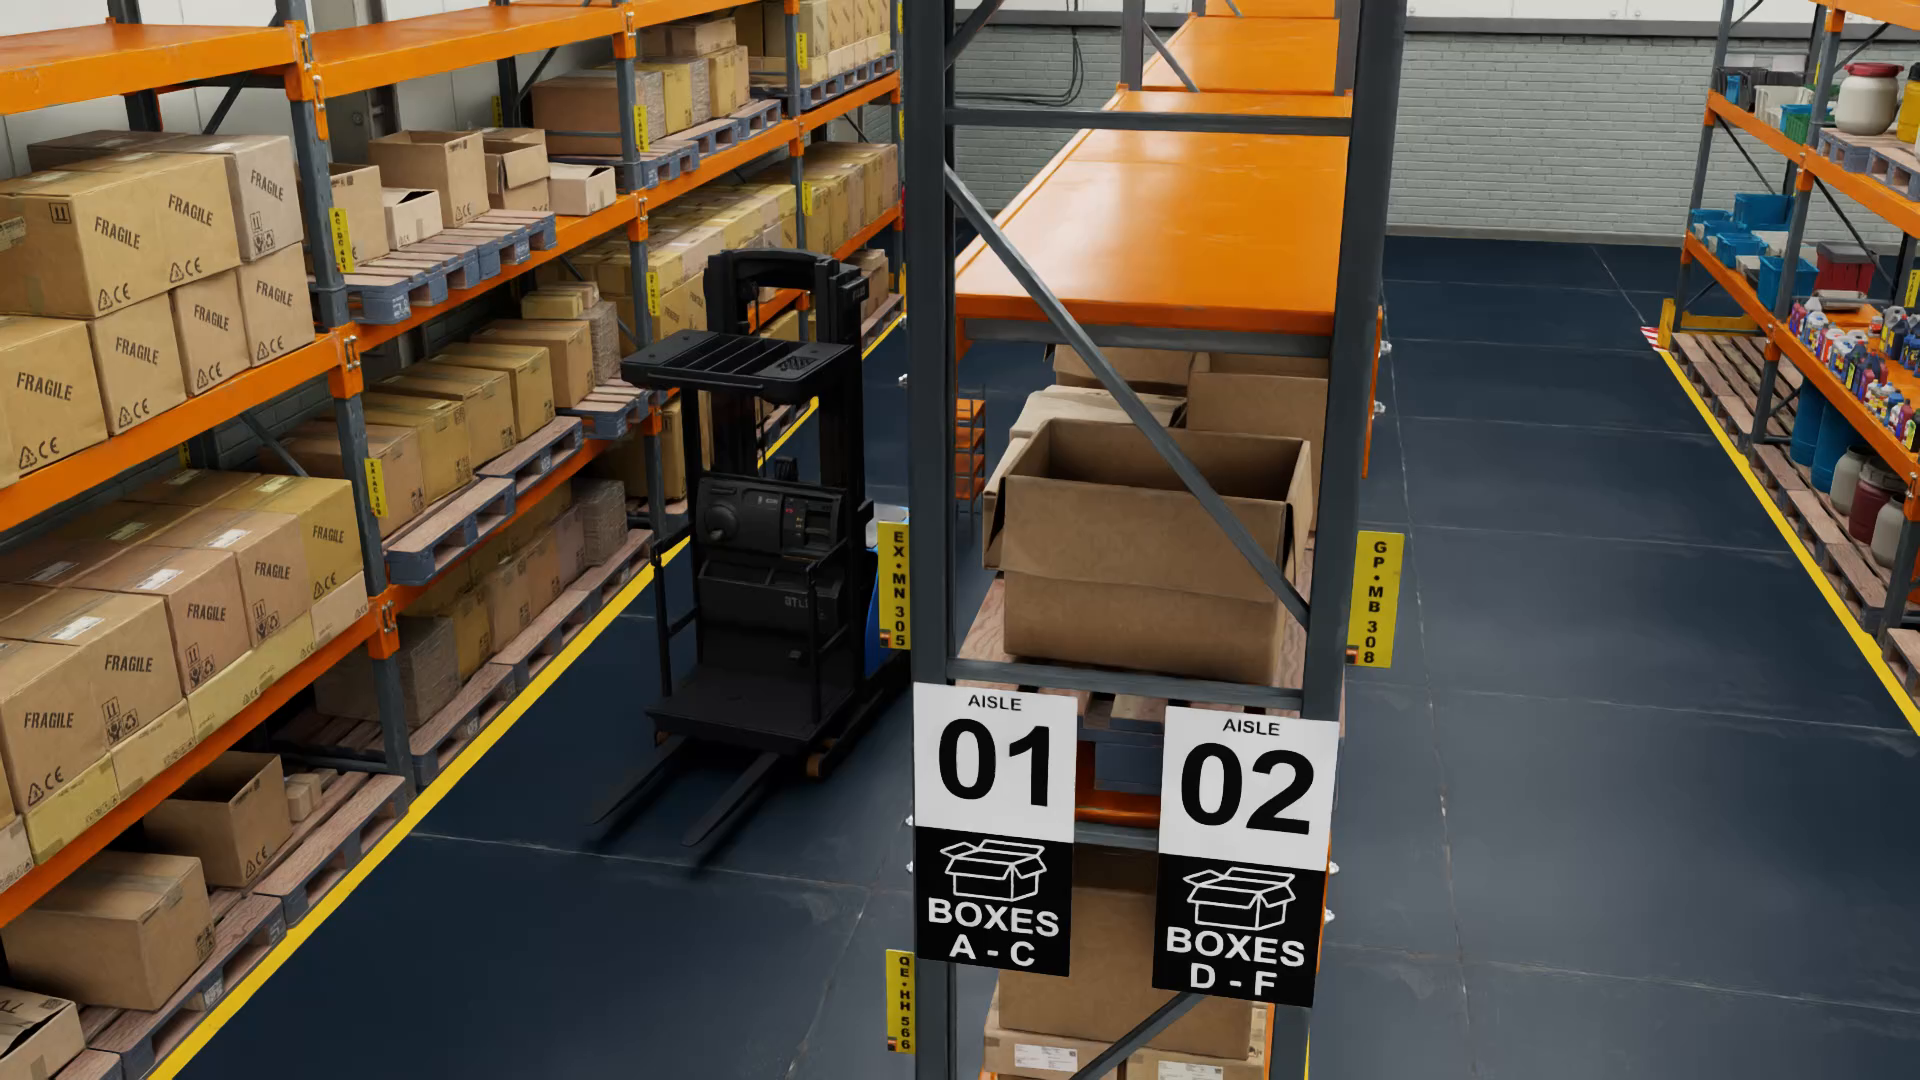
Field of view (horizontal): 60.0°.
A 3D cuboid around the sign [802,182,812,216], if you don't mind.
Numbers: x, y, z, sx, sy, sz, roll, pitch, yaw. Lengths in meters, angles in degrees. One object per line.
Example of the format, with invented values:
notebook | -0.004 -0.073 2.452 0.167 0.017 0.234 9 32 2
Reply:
sign | -1.485 -3.304 16.098 0.100 0.325 0.005 4 22 11

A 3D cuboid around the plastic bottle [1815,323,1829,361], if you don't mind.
plastic bottle | 7.007 -1.606 13.481 0.061 0.283 0.133 4 22 11

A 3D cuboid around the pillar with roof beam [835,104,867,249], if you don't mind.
pillar with roof beam | 2.717 -7.812 20.706 9.100 9.000 0.400 4 22 11

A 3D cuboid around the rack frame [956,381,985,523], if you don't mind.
rack frame | 0.084 -0.706 13.501 0.240 1.200 0.015 4 22 11

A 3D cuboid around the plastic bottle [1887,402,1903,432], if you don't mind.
plastic bottle | 6.638 -0.872 11.770 0.097 0.201 0.097 0 22 0

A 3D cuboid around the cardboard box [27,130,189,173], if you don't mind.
cardboard box | -4.030 -1.669 7.968 0.500 0.500 0.500 5 22 12

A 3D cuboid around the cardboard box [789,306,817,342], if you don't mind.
cardboard box | -1.765 -2.142 17.442 0.700 0.500 0.500 5 22 12

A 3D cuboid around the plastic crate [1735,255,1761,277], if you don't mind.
plastic crate | 7.742 -2.651 16.195 0.293 0.136 0.466 4 22 11

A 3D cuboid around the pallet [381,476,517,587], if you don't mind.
pallet | -3.352 -0.095 9.831 1.003 0.211 1.213 4 22 11

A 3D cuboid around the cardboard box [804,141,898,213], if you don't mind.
cardboard box | -1.296 -4.256 19.505 0.980 0.700 0.700 5 23 13

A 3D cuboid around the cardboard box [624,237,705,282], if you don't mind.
cardboard box | -2.380 -2.263 13.395 0.500 0.250 0.500 4 22 10

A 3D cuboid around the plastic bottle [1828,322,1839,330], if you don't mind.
plastic bottle | 7.264 -1.717 13.868 0.097 0.201 0.097 0 22 0

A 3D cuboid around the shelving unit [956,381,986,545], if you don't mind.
shelving unit | 0.034 -0.617 13.280 0.258 1.200 0.503 4 22 11

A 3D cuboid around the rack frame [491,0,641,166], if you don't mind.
rack frame | -2.834 -4.161 11.640 1.000 3.000 0.127 4 22 11

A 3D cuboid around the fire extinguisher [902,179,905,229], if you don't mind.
fire extinguisher | -0.719 -4.115 20.160 0.296 0.674 0.183 4 22 11

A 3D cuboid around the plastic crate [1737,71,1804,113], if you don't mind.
plastic crate | 7.916 -4.374 16.267 0.504 0.338 0.767 4 22 11

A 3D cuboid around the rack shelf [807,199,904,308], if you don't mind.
rack shelf | -1.610 -3.239 18.344 1.077 0.370 4.000 4 22 11

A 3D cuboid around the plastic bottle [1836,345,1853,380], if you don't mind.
plastic bottle | 6.906 -1.387 12.954 0.097 0.271 0.097 0 22 0

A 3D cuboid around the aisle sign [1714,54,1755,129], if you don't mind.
aisle sign | 8.221 -4.804 17.787 0.394 0.787 0.004 4 22 11

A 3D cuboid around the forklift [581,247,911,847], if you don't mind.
forklift | -1.214 -0.114 9.714 1.130 2.935 3.031 8 23 19

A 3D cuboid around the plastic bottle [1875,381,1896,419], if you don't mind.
plastic bottle | 6.697 -1.012 12.023 0.097 0.271 0.097 0 22 0

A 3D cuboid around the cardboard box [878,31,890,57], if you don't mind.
cardboard box | -1.092 -5.579 18.681 0.500 0.250 0.500 5 23 13

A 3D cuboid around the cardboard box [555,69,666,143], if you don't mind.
cardboard box | -2.735 -3.400 13.042 0.700 0.500 0.500 3 22 8

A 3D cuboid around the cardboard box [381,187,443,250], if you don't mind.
cardboard box | -3.335 -1.880 9.547 0.500 0.311 0.500 5 23 13

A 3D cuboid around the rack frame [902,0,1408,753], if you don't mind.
rack frame | 0.383 -0.859 3.442 1.000 3.000 0.127 4 22 11

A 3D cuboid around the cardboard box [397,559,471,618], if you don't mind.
cardboard box | -3.430 0.260 10.446 0.500 0.250 0.500 4 22 10

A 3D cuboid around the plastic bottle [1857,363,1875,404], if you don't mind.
plastic bottle | 6.762 -1.168 12.394 0.061 0.283 0.133 4 22 11

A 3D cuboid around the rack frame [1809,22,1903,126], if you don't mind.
rack frame | 7.680 -4.869 13.398 1.000 3.000 0.127 4 22 11

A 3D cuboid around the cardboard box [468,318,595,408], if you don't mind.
cardboard box | -3.008 -1.250 11.719 0.700 0.500 0.500 2 22 6

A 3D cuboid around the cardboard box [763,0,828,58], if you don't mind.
cardboard box | -1.598 -4.992 16.218 0.500 0.500 0.500 4 22 10

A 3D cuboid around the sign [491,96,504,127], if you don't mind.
sign | -3.376 -3.092 12.202 0.100 0.325 0.005 4 22 11

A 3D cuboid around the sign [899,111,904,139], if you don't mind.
sign | -0.674 -4.905 19.650 0.100 0.325 0.005 4 22 11

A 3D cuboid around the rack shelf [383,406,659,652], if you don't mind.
rack shelf | -3.242 -0.313 11.079 1.077 0.370 4.000 4 22 11

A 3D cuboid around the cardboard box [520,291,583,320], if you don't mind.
cardboard box | -2.927 -1.683 11.925 0.380 0.149 0.250 1 22 2

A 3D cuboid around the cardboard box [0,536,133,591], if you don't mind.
cardboard box | -4.167 0.324 7.705 0.500 0.500 0.500 5 22 12

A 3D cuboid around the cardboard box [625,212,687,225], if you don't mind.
cardboard box | -2.675 -2.668 14.401 0.500 0.250 0.500 4 22 10

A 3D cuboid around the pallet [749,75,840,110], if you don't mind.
pallet | -1.841 -4.490 16.591 1.003 0.211 1.213 4 22 11

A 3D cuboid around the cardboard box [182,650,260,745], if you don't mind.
cardboard box | -3.648 0.708 7.755 0.500 0.250 0.500 4 22 11

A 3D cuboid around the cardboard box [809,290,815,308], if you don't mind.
cardboard box | -1.517 -2.555 17.597 0.380 0.149 0.250 5 23 13

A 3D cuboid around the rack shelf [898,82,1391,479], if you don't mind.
rack shelf | 0.792 -1.071 5.467 1.077 0.370 4.000 4 22 11

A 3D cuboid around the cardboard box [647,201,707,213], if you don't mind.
cardboard box | -2.565 -2.859 14.874 0.500 0.250 0.500 4 22 9

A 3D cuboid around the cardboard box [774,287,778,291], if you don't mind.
cardboard box | -1.935 -2.404 15.616 0.380 0.149 0.250 5 23 13

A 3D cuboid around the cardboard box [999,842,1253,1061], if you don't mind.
cardboard box | 0.502 1.086 4.771 0.700 0.500 0.500 5 22 11

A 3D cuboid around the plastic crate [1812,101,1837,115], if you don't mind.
plastic crate | 8.318 -4.044 15.716 0.437 0.136 0.530 4 22 11

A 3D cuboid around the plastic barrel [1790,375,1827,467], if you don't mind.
plastic barrel | 7.553 -1.110 14.341 0.600 0.901 0.708 4 22 11

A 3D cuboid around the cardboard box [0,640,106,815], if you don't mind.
cardboard box | -3.853 0.740 6.672 0.500 0.500 0.500 4 22 9

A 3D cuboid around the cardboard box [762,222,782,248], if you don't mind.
cardboard box | -1.960 -2.660 15.383 0.500 0.500 0.500 5 22 11

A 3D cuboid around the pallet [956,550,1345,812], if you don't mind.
pallet | 0.553 0.317 4.656 1.003 0.211 1.213 4 22 11

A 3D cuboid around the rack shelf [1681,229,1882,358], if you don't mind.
rack shelf | 8.089 -2.484 16.469 1.077 0.370 4.000 4 22 11

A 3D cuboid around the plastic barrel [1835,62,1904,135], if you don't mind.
plastic barrel | 7.328 -3.562 13.424 0.433 0.535 0.433 0 22 0

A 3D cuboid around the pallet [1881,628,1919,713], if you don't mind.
pallet | 6.668 0.951 10.711 1.003 0.211 1.213 4 22 11

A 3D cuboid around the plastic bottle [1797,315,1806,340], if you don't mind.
plastic bottle | 7.155 -1.800 14.074 0.097 0.201 0.097 0 22 0

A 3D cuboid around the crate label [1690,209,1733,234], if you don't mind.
crate label | 8.124 -3.434 18.009 0.416 0.233 0.303 4 22 11

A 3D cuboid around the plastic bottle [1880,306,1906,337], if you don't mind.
plastic bottle | 7.916 -1.860 14.122 0.152 0.276 0.135 4 22 11

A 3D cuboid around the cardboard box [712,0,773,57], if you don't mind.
cardboard box | -2.104 -5.025 16.302 0.500 0.500 0.500 4 22 11

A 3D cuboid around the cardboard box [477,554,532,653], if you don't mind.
cardboard box | -3.317 0.393 11.120 0.700 0.500 0.500 5 22 12

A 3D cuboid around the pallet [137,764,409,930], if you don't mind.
pallet | -3.753 1.626 9.033 1.003 0.211 1.213 4 22 11
